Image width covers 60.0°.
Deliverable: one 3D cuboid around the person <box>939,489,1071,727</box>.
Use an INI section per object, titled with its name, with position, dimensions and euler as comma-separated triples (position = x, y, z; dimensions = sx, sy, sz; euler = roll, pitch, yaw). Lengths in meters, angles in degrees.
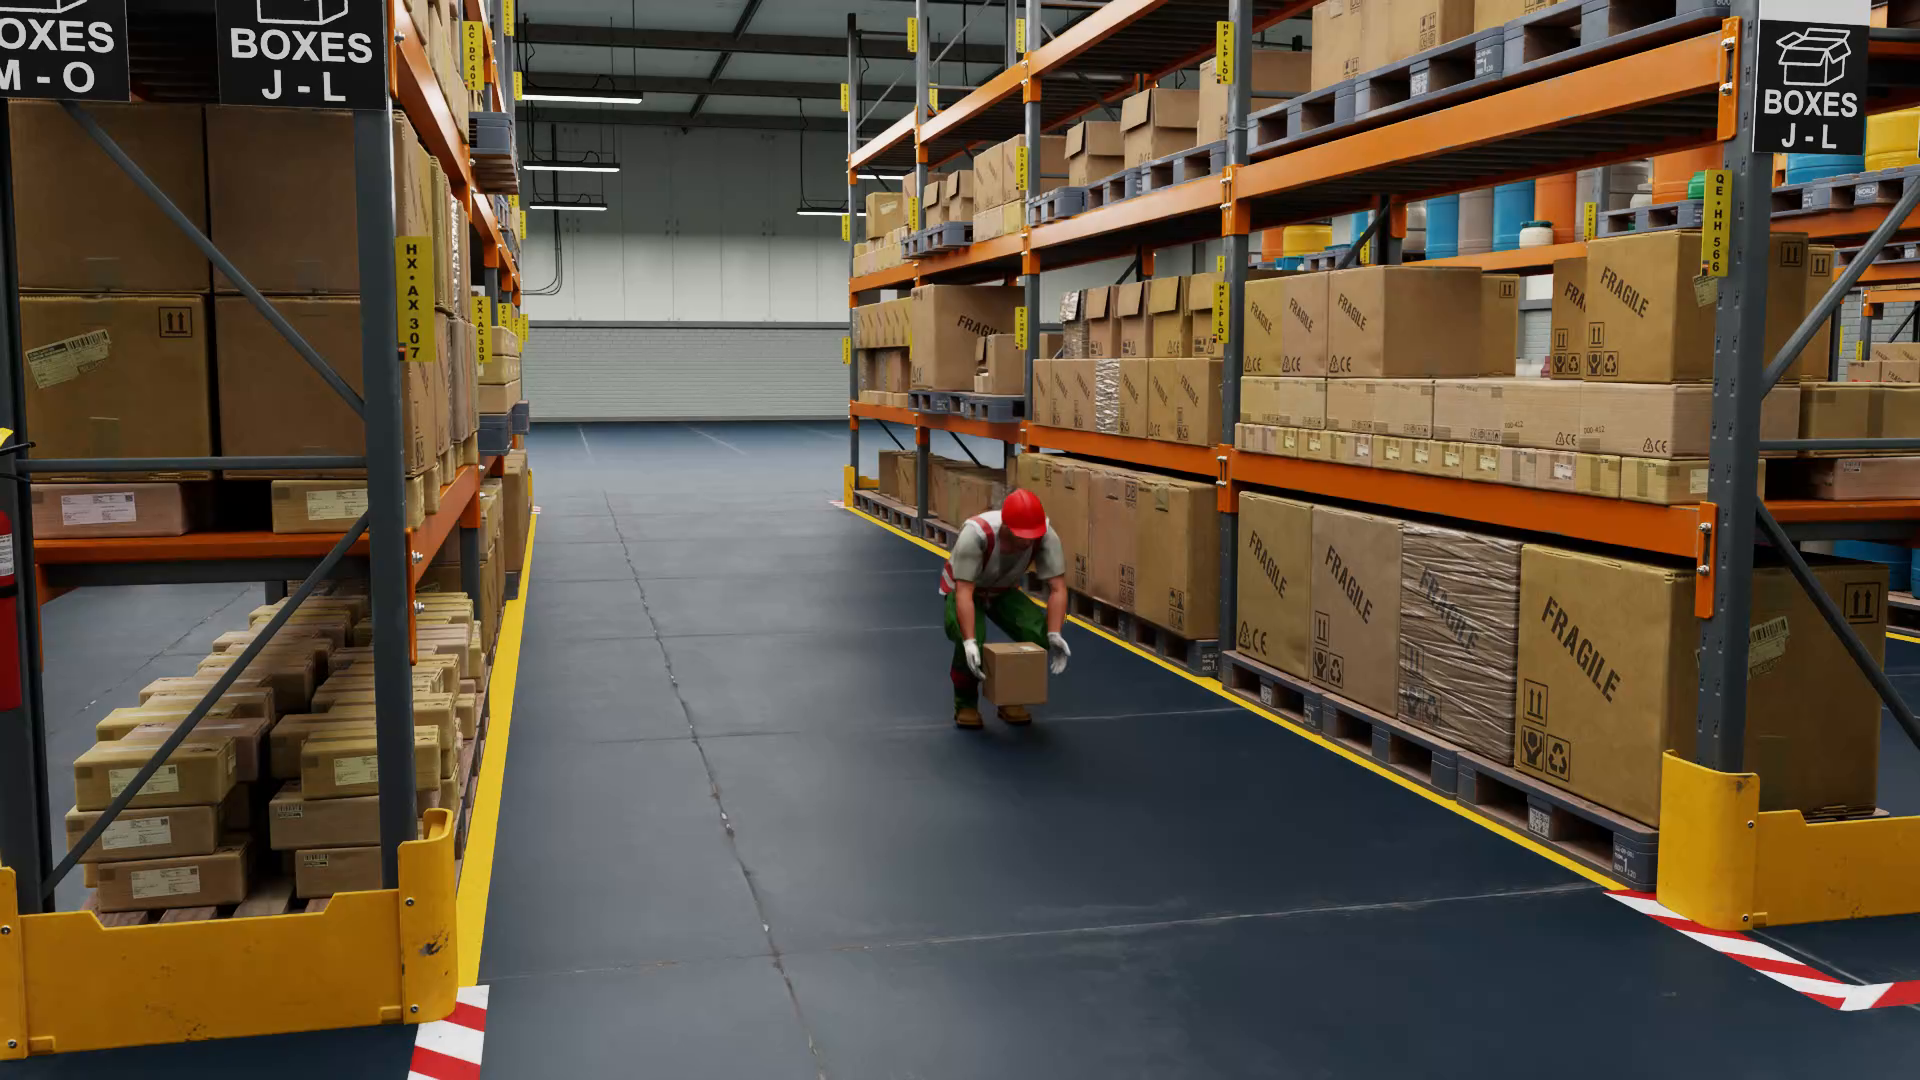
[person]
position = 0.211, 0.321, 8.126
dimensions = 0.580, 1.186, 0.845
euler = -1, 6, -14
